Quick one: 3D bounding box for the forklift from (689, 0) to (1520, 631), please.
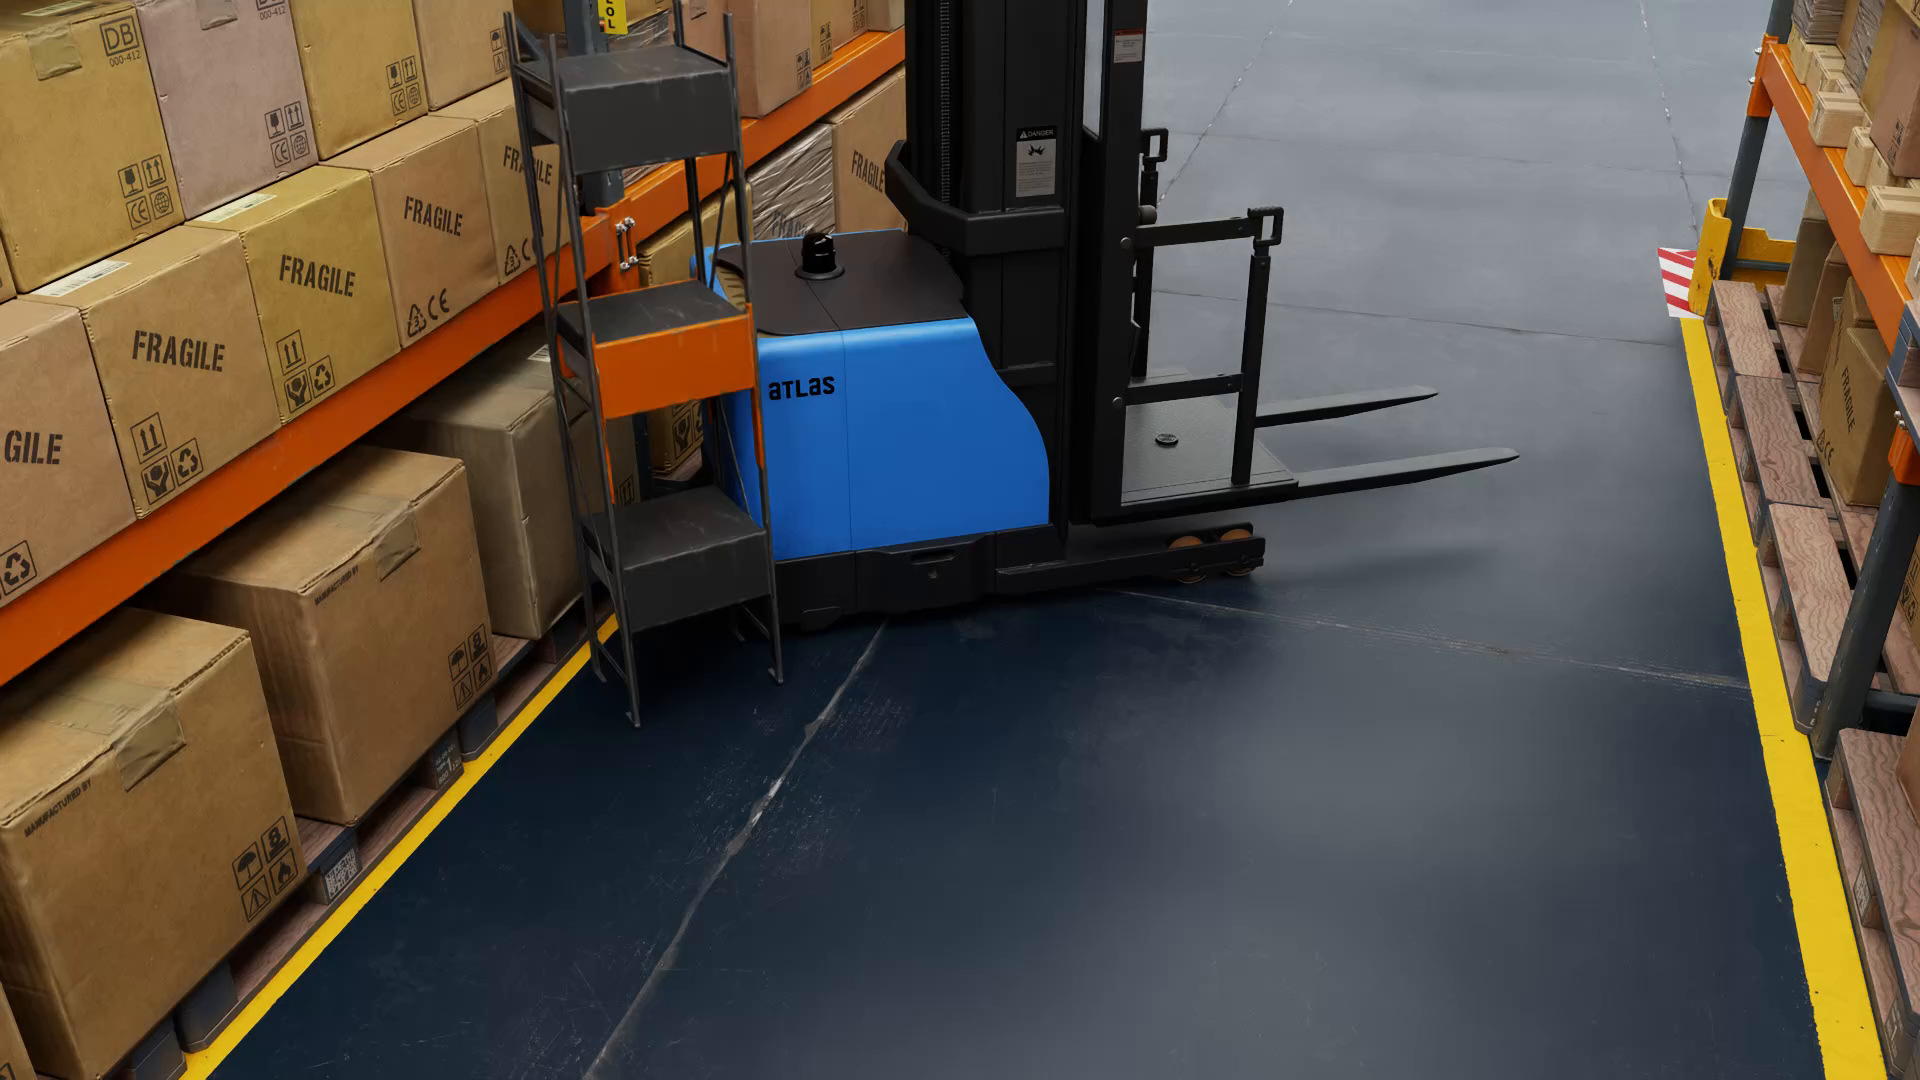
[{"bbox_3d":[0.600,-1.364,5.686,3.031,2.935,1.130,-8,30,-14],"label":"forklift"}]

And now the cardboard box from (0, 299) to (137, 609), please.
[{"bbox_3d":[-2.112,-0.179,3.383,0.500,0.500,0.500,8,30,15],"label":"cardboard box"}]

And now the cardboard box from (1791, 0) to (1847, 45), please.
[{"bbox_3d":[4.075,-2.379,7.032,0.875,0.500,0.500,8,30,15],"label":"cardboard box"}]

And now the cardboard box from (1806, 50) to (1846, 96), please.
[{"bbox_3d":[3.718,-1.902,6.842,0.380,0.149,0.250,8,30,15],"label":"cardboard box"}]

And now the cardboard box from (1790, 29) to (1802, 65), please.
[{"bbox_3d":[3.860,-2.135,7.261,0.380,0.149,0.250,8,30,15],"label":"cardboard box"}]

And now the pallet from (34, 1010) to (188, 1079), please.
[{"bbox_3d":[-2.494,1.369,3.572,1.003,0.211,1.213,8,30,15],"label":"pallet"}]

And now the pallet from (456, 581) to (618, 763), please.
[{"bbox_3d":[-1.777,0.235,5.610,1.003,0.211,1.213,8,30,15],"label":"pallet"}]

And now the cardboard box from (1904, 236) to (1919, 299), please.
[{"bbox_3d":[2.953,-0.745,4.762,0.380,0.149,0.250,8,30,15],"label":"cardboard box"}]

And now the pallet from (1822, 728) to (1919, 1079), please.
[{"bbox_3d":[2.862,0.983,4.266,1.003,0.211,1.213,8,30,15],"label":"pallet"}]

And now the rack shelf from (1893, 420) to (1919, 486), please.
[{"bbox_3d":[2.502,0.646,2.743,1.077,0.370,4.000,8,30,15],"label":"rack shelf"}]

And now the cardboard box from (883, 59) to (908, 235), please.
[{"bbox_3d":[-0.585,-2.142,8.769,0.875,0.875,0.875,9,30,15],"label":"cardboard box"}]

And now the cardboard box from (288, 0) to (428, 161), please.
[{"bbox_3d":[-1.912,-1.362,4.482,0.700,0.500,0.500,8,30,14],"label":"cardboard box"}]

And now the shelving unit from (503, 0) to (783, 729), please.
[{"bbox_3d":[-0.906,-0.483,4.945,0.503,2.100,0.431,-16,31,-26],"label":"shelving unit"}]

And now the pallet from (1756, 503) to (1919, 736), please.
[{"bbox_3d":[3.252,0.303,5.487,1.003,0.211,1.213,8,30,15],"label":"pallet"}]

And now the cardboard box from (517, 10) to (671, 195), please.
[{"bbox_3d":[-1.526,-1.591,5.871,0.875,0.550,0.550,8,30,15],"label":"cardboard box"}]

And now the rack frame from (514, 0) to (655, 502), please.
[{"bbox_3d":[-1.623,-1.353,5.596,1.000,3.000,0.127,8,30,15],"label":"rack frame"}]

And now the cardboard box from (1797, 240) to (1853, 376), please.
[{"bbox_3d":[3.921,-0.978,7.061,0.500,0.500,0.500,17,33,28],"label":"cardboard box"}]

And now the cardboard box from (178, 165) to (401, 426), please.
[{"bbox_3d":[-1.817,-0.646,4.223,0.500,0.500,0.500,9,30,15],"label":"cardboard box"}]

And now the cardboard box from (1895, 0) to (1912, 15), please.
[{"bbox_3d":[3.251,-1.922,5.182,0.500,0.500,0.500,8,30,15],"label":"cardboard box"}]

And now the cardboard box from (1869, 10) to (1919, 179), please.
[{"bbox_3d":[3.511,-1.446,5.355,0.875,0.500,0.500,8,30,15],"label":"cardboard box"}]

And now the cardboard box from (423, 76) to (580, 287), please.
[{"bbox_3d":[-1.521,-1.116,5.067,0.500,0.500,0.500,8,30,15],"label":"cardboard box"}]

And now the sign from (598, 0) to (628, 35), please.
[{"bbox_3d":[-1.101,-1.751,5.203,0.100,0.325,0.005,8,30,15],"label":"sign"}]

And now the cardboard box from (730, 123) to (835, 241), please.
[{"bbox_3d":[-1.111,-1.309,7.272,0.875,0.875,0.875,9,30,15],"label":"cardboard box"}]

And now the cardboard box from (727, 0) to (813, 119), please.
[{"bbox_3d":[-1.115,-2.084,6.757,0.875,0.550,0.550,8,30,15],"label":"cardboard box"}]

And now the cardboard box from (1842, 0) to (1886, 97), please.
[{"bbox_3d":[3.855,-1.903,6.177,0.875,0.500,0.500,8,30,15],"label":"cardboard box"}]

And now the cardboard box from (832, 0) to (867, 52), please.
[{"bbox_3d":[-0.940,-2.597,7.679,0.875,0.550,0.550,8,30,15],"label":"cardboard box"}]

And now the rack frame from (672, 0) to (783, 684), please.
[{"bbox_3d":[-0.695,-0.543,5.053,0.015,2.100,0.400,-16,31,-26],"label":"rack frame"}]

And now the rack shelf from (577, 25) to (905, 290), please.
[{"bbox_3d":[-1.036,-1.968,7.442,1.077,0.370,4.000,8,30,15],"label":"rack shelf"}]

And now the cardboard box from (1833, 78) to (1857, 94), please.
[{"bbox_3d":[3.591,-1.667,6.419,0.380,0.149,0.250,8,30,15],"label":"cardboard box"}]

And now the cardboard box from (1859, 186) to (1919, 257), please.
[{"bbox_3d":[3.051,-0.985,5.193,0.380,0.149,0.250,8,30,15],"label":"cardboard box"}]

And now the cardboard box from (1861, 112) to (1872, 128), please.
[{"bbox_3d":[3.472,-1.430,5.994,0.380,0.149,0.250,8,30,15],"label":"cardboard box"}]

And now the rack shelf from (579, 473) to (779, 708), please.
[{"bbox_3d":[-0.895,0.149,5.275,0.480,0.518,0.431,-16,31,-26],"label":"rack shelf"}]

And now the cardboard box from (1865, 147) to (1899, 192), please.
[{"bbox_3d":[3.285,-1.204,5.587,0.380,0.149,0.250,8,30,15],"label":"cardboard box"}]

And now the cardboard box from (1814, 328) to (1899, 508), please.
[{"bbox_3d":[3.512,-0.436,6.088,0.500,0.500,0.500,6,30,10],"label":"cardboard box"}]

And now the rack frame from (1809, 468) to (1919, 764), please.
[{"bbox_3d":[3.089,-0.598,4.239,1.000,3.000,0.127,8,30,15],"label":"rack frame"}]

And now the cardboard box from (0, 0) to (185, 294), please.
[{"bbox_3d":[-2.210,-0.893,3.639,0.700,0.500,0.500,8,30,14],"label":"cardboard box"}]

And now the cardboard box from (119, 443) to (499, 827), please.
[{"bbox_3d":[-2.006,0.196,4.694,1.050,0.750,0.750,8,30,15],"label":"cardboard box"}]

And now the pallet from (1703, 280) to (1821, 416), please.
[{"bbox_3d":[3.968,-0.830,7.526,1.003,0.211,1.213,8,30,15],"label":"pallet"}]

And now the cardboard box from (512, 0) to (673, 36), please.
[{"bbox_3d":[-1.482,-2.057,5.596,0.875,0.550,0.550,8,30,15],"label":"cardboard box"}]
